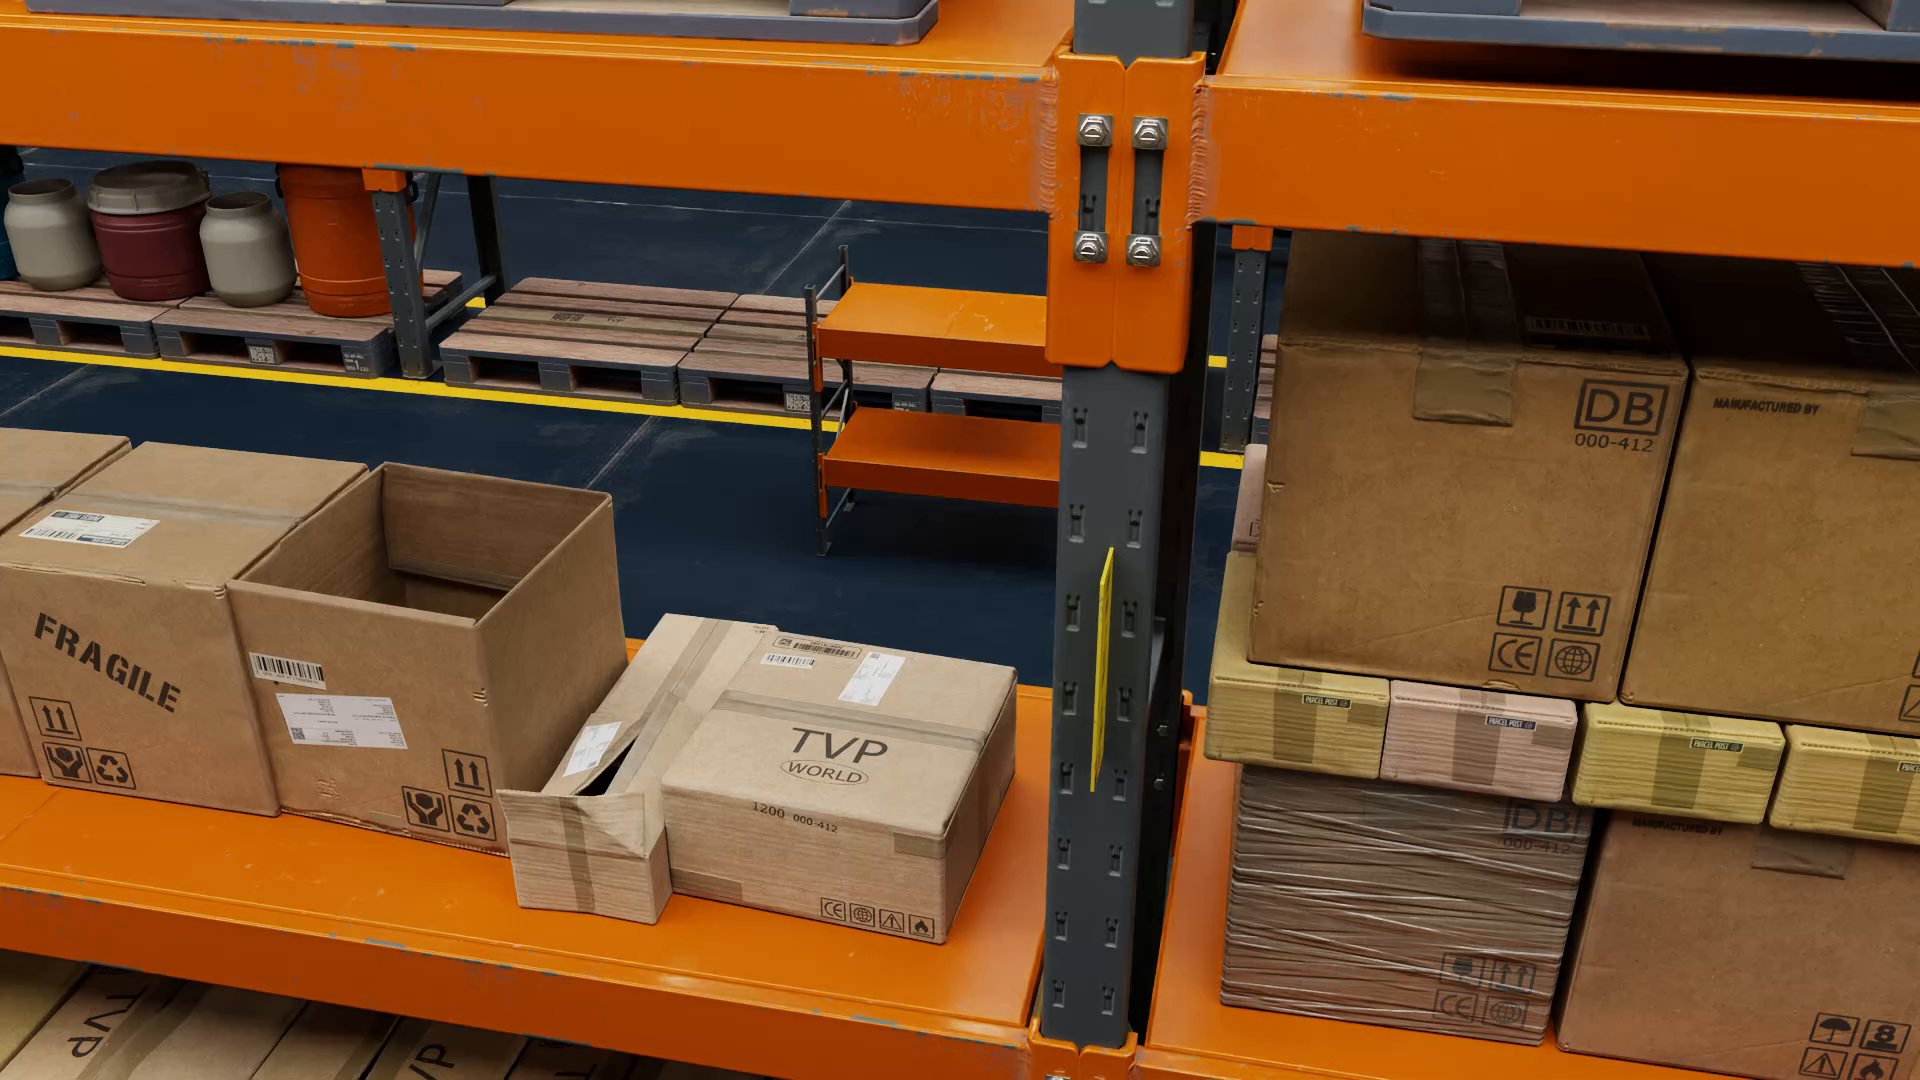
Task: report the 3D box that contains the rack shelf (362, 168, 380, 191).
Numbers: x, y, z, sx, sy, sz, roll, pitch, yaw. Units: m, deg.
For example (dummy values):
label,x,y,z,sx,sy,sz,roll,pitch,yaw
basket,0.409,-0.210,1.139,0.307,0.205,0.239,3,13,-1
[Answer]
label,x,y,z,sx,sy,sz,roll,pitch,yaw
rack shelf,-4.539,-2.222,8.434,4.000,0.370,1.077,6,29,11

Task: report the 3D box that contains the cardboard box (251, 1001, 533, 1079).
label,x,y,z,sx,sy,sz,roll,pitch,yaw
cardboard box,-1.163,1.160,3.350,0.500,0.311,0.500,6,29,10

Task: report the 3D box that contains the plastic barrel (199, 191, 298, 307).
label,x,y,z,sx,sy,sz,roll,pitch,yaw
plastic barrel,-3.636,-1.486,8.493,0.421,0.512,0.421,0,29,0

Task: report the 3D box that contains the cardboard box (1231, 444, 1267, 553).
label,x,y,z,sx,sy,sz,roll,pitch,yaw
cardboard box,0.601,-0.012,2.868,0.250,0.149,0.380,6,29,11

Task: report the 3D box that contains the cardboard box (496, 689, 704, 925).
label,x,y,z,sx,sy,sz,roll,pitch,yaw
cardboard box,-0.607,0.447,2.950,0.258,0.266,0.396,5,29,9

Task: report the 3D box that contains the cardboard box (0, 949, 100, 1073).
label,x,y,z,sx,sy,sz,roll,pitch,yaw
cardboard box,-2.156,1.056,3.539,0.500,0.311,0.500,5,29,9

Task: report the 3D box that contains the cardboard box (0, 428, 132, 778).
label,x,y,z,sx,sy,sz,roll,pitch,yaw
cardboard box,-1.977,0.106,3.329,0.500,0.500,0.500,4,29,8

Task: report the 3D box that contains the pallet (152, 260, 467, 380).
label,x,y,z,sx,sy,sz,roll,pitch,yaw
pallet,-3.363,-1.173,8.673,1.213,0.211,1.003,6,29,11

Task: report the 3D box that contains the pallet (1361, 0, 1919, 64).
label,x,y,z,sx,sy,sz,roll,pitch,yaw
pallet,1.130,-0.813,2.081,1.213,0.211,1.003,6,29,11

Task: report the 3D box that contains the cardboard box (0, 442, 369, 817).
label,x,y,z,sx,sy,sz,roll,pitch,yaw
cardboard box,-1.462,0.158,3.233,0.500,0.500,0.500,6,29,11

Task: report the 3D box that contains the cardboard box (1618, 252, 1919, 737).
label,x,y,z,sx,sy,sz,roll,pitch,yaw
cardboard box,1.220,-0.131,2.411,0.500,0.500,0.700,6,29,10

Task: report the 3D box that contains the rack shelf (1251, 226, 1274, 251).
label,x,y,z,sx,sy,sz,roll,pitch,yaw
rack shelf,3.285,-1.420,6.969,4.000,0.370,1.077,6,29,11

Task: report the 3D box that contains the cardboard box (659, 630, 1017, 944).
label,x,y,z,sx,sy,sz,roll,pitch,yaw
cardboard box,-0.200,0.427,3.003,0.500,0.250,0.500,8,30,14

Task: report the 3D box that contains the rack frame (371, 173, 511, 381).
label,x,y,z,sx,sy,sz,roll,pitch,yaw
rack frame,-2.583,-2.337,7.895,0.127,3.000,1.000,6,29,11

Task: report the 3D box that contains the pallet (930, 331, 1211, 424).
label,x,y,z,sx,sy,sz,roll,pitch,yaw
pallet,0.553,-0.773,7.942,1.213,0.211,1.003,6,29,11

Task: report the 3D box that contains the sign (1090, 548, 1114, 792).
label,x,y,z,sx,sy,sz,roll,pitch,yaw
sign,0.187,0.173,2.188,0.005,0.325,0.100,6,29,11

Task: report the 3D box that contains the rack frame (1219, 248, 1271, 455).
label,x,y,z,sx,sy,sz,roll,pitch,yaw
rack frame,1.329,-1.936,7.162,0.127,3.000,1.000,6,29,11

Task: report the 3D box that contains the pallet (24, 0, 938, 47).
label,x,y,z,sx,sy,sz,roll,pitch,yaw
pallet,-0.575,-0.924,2.390,1.217,0.209,0.805,5,29,9

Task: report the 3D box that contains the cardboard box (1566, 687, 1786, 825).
label,x,y,z,sx,sy,sz,roll,pitch,yaw
cardboard box,1.011,0.230,2.427,0.250,0.149,0.380,5,29,9

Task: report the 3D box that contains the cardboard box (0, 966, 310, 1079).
label,x,y,z,sx,sy,sz,roll,pitch,yaw
cardboard box,-1.654,1.107,3.445,0.500,0.311,0.500,5,29,10

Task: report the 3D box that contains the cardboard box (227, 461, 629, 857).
label,x,y,z,sx,sy,sz,roll,pitch,yaw
cardboard box,-0.972,0.209,3.141,0.500,0.500,0.500,8,30,14

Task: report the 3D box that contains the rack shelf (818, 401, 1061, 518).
label,x,y,z,sx,sy,sz,roll,pitch,yaw
rack shelf,-0.007,-0.280,6.599,1.000,0.278,0.538,6,29,11

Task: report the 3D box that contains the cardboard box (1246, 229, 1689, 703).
label,x,y,z,sx,sy,sz,roll,pitch,yaw
cardboard box,0.726,-0.181,2.502,0.500,0.500,0.700,6,29,11

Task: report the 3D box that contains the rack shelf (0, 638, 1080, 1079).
label,x,y,z,sx,sy,sz,roll,pitch,yaw
rack shelf,-1.665,0.505,3.453,4.000,0.370,1.077,6,29,11

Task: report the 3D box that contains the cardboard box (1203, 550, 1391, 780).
label,x,y,z,sx,sy,sz,roll,pitch,yaw
cardboard box,0.513,0.180,2.519,0.250,0.149,0.380,6,29,10

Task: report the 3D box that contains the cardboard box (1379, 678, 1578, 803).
label,x,y,z,sx,sy,sz,roll,pitch,yaw
cardboard box,0.759,0.205,2.473,0.250,0.149,0.380,6,29,11

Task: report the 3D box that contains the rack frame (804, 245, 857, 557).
label,x,y,z,sx,sy,sz,roll,pitch,yaw
rack frame,-0.504,-0.545,6.574,0.032,1.125,0.500,6,29,11

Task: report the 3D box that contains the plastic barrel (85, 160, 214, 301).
label,x,y,z,sx,sy,sz,roll,pitch,yaw
plastic barrel,-4.169,-1.618,8.655,0.708,0.588,0.600,6,29,11

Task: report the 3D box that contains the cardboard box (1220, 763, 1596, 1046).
label,x,y,z,sx,sy,sz,roll,pitch,yaw
cardboard box,0.726,0.388,2.814,0.500,0.500,0.700,5,29,9

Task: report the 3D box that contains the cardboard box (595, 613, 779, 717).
label,x,y,z,sx,sy,sz,roll,pitch,yaw
cardboard box,-0.533,0.315,3.312,0.250,0.149,0.380,6,29,11

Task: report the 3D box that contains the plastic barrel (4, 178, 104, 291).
label,x,y,z,sx,sy,sz,roll,pitch,yaw
plastic barrel,-4.740,-1.599,8.700,0.421,0.512,0.421,0,29,0

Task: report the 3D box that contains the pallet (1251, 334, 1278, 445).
label,x,y,z,sx,sy,sz,roll,pitch,yaw
pallet,1.977,-0.626,7.673,1.213,0.211,1.003,6,29,11

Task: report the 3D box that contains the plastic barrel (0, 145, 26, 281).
label,x,y,z,sx,sy,sz,roll,pitch,yaw
plastic barrel,-5.274,-1.868,8.787,0.708,0.901,0.600,6,29,11

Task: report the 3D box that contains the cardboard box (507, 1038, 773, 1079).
label,x,y,z,sx,sy,sz,roll,pitch,yaw
cardboard box,-0.675,1.211,3.257,0.500,0.311,0.500,7,29,12

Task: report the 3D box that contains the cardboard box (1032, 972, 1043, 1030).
label,x,y,z,sx,sy,sz,roll,pitch,yaw
cardboard box,-0.061,1.008,3.628,0.500,0.311,0.500,6,29,11

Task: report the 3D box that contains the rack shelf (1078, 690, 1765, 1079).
label,x,y,z,sx,sy,sz,roll,pitch,yaw
rack shelf,2.247,0.906,2.720,4.000,0.370,1.077,6,29,11

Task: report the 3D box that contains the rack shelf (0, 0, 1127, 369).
label,x,y,z,sx,sy,sz,roll,pitch,yaw
rack shelf,-1.665,-0.811,2.733,4.000,0.370,1.077,6,29,11

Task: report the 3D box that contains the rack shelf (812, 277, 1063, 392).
label,x,y,z,sx,sy,sz,roll,pitch,yaw
rack shelf,-0.007,-0.751,6.341,1.000,0.278,0.538,6,29,11

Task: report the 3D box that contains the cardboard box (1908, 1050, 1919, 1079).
label,x,y,z,sx,sy,sz,roll,pitch,yaw
cardboard box,1.733,0.490,2.628,0.500,0.500,0.700,6,29,11

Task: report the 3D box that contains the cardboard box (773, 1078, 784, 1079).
label,x,y,z,sx,sy,sz,roll,pitch,yaw
cardboard box,-0.165,1.260,3.167,0.500,0.311,0.500,6,29,11

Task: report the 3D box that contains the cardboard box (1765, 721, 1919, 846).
label,x,y,z,sx,sy,sz,roll,pitch,yaw
cardboard box,1.268,0.255,2.380,0.250,0.149,0.380,6,29,10

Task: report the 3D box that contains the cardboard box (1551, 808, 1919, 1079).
label,x,y,z,sx,sy,sz,roll,pitch,yaw
cardboard box,1.243,0.438,2.723,0.500,0.500,0.700,6,29,10

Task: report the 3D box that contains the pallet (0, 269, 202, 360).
label,x,y,z,sx,sy,sz,roll,pitch,yaw
pallet,-4.552,-1.297,8.899,1.213,0.211,1.003,6,29,11

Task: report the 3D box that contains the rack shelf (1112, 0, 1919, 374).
label,x,y,z,sx,sy,sz,roll,pitch,yaw
rack shelf,2.247,-0.410,2.000,4.000,0.370,1.077,6,29,11

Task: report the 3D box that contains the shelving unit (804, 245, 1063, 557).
label,x,y,z,sx,sy,sz,roll,pitch,yaw
shelving unit,-0.007,-0.494,6.481,1.048,1.125,0.538,6,29,11

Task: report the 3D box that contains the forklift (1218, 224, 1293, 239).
label,x,y,z,sx,sy,sz,roll,pitch,yaw
forklift,2.738,-2.843,8.892,3.031,2.935,1.130,13,31,23

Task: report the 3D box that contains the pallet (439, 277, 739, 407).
label,x,y,z,sx,sy,sz,roll,pitch,yaw
pallet,-1.833,-1.018,8.389,1.213,0.211,1.003,6,29,11

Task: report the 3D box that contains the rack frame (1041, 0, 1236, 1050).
label,x,y,z,sx,sy,sz,roll,pitch,yaw
rack frame,0.290,0.392,2.911,0.053,2.616,0.949,6,29,11

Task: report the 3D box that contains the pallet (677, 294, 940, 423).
label,x,y,z,sx,sy,sz,roll,pitch,yaw
pallet,-0.644,-0.894,8.164,1.213,0.211,1.003,6,29,11

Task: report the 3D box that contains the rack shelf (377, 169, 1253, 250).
label,x,y,z,sx,sy,sz,roll,pitch,yaw
rack shelf,-0.627,-1.821,7.701,4.000,0.370,1.077,6,29,11

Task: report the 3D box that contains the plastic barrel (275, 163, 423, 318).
label,x,y,z,sx,sy,sz,roll,pitch,yaw
plastic barrel,-3.065,-1.610,8.390,0.708,0.830,0.600,6,29,11
